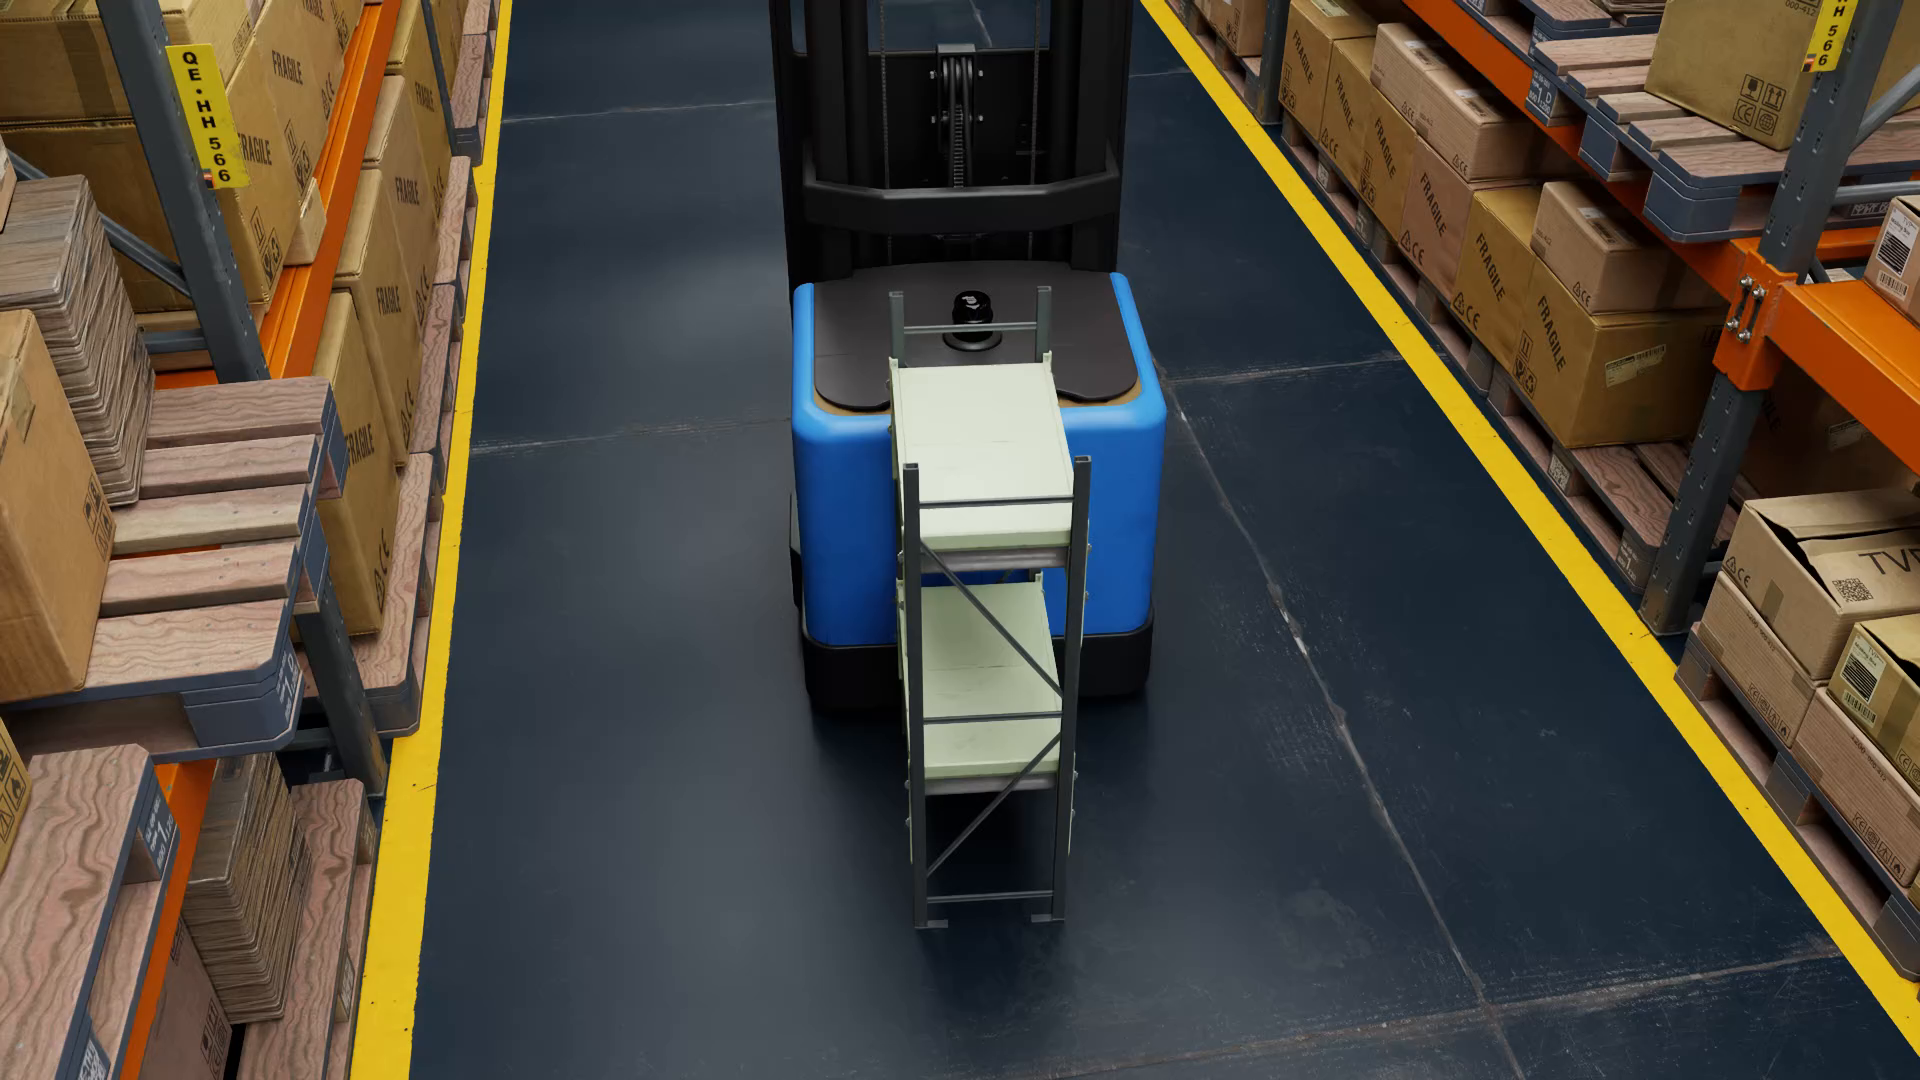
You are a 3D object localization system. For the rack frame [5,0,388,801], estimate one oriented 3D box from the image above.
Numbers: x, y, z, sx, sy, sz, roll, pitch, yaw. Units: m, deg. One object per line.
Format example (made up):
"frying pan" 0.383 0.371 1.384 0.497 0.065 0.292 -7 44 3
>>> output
"rack frame" -2.161 -0.423 3.849 1.000 3.000 0.127 -6 38 -8

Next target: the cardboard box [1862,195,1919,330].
"cardboard box" 2.736 -0.698 4.277 0.500 0.311 0.500 -4 38 -5

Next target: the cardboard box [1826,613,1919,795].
"cardboard box" 2.618 0.405 4.226 0.500 0.311 0.500 -7 38 -9

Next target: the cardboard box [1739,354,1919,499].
"cardboard box" 2.917 -0.450 5.563 0.500 0.500 0.500 -5 38 -6

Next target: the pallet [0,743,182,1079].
"pallet" -1.774 0.844 2.375 1.003 0.211 1.213 -6 38 -8

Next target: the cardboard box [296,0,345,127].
"cardboard box" -2.163 -1.526 4.929 0.500 0.500 0.500 -6 38 -8

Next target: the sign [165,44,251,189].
"sign" -1.629 -0.913 3.601 0.100 0.325 0.005 -6 38 -8

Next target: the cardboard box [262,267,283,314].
"cardboard box" -2.026 -0.709 4.405 0.380 0.149 0.250 -6 38 -7

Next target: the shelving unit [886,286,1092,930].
"shelving unit" 0.052 0.204 4.265 0.431 1.500 0.755 -3 38 -3

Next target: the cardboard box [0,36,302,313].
"cardboard box" -1.994 -0.909 4.134 0.500 0.500 0.500 -5 38 -7

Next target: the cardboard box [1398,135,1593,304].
"cardboard box" 2.132 -1.313 6.674 0.500 0.500 0.500 -8 38 -10

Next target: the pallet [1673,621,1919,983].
"pallet" 2.821 0.645 4.748 1.003 0.211 1.213 -6 38 -8

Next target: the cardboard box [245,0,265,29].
"cardboard box" -2.082 -1.510 4.298 0.500 0.250 0.500 -7 38 -9

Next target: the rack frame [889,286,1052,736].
"rack frame" 0.025 -0.020 4.553 0.400 1.500 0.023 -3 38 -3

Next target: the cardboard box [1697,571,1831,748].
"cardboard box" 2.518 0.310 4.805 0.500 0.250 0.500 -6 38 -8

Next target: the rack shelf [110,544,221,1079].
"rack shelf" -1.810 1.069 2.515 1.077 0.370 4.000 -6 38 -8

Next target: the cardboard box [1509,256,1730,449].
"cardboard box" 2.320 -0.684 5.865 0.500 0.500 0.500 -5 38 -6

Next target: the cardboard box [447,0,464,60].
"cardboard box" -2.977 -2.784 8.584 0.700 0.500 0.500 -7 38 -8

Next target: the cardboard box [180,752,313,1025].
"cardboard box" -1.984 0.820 3.929 0.700 0.500 0.500 -6 38 -7

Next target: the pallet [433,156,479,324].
"pallet" -2.653 -1.280 7.225 1.003 0.211 1.213 -6 38 -8

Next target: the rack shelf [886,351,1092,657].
"rack shelf" 0.052 -0.104 4.026 0.431 0.370 0.720 -3 38 -3

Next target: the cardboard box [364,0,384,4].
"cardboard box" -2.352 -2.109 6.209 0.380 0.149 0.250 -6 38 -8

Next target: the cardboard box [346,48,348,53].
"cardboard box" -2.345 -1.802 5.813 0.380 0.149 0.250 -7 38 -9

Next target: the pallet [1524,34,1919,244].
"pallet" 2.527 -1.284 5.114 1.213 0.211 1.003 -6 38 -8

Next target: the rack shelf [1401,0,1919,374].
"rack shelf" 2.365 -1.882 6.314 1.077 0.370 4.000 -6 38 -8

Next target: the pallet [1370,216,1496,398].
"pallet" 2.411 -1.047 6.926 1.003 0.211 1.213 -6 38 -8

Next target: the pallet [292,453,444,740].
"pallet" -2.225 0.194 5.328 1.003 0.211 1.213 -6 38 -8

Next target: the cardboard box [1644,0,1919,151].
"cardboard box" 2.494 -1.532 4.853 0.700 0.500 0.500 -19 42 -23

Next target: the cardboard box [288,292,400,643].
"cardboard box" -2.161 -0.198 4.970 0.750 0.750 0.750 -7 38 -9

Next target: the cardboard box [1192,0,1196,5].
"cardboard box" 1.503 -3.253 9.325 0.500 0.311 0.500 -6 38 -8

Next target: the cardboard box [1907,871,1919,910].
"cardboard box" 2.704 0.927 4.011 0.500 0.250 0.500 -7 38 -9

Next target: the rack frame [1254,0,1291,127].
"rack frame" 2.014 -3.374 7.648 1.000 3.000 0.127 -6 38 -8

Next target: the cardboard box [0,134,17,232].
"cardboard box" -2.071 -0.687 3.221 0.380 0.149 0.250 -11 39 -14

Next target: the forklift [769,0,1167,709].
"forklift" -0.044 -1.540 5.343 1.130 2.935 3.031 -2 38 -3

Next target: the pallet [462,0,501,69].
"pallet" -3.136 -2.944 9.367 1.003 0.211 1.213 -6 38 -8

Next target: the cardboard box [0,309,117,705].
"cardboard box" -1.944 -0.019 2.889 0.700 0.500 0.500 -10 39 -12

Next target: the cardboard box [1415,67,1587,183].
"cardboard box" 2.123 -1.631 6.473 0.500 0.250 0.500 -7 38 -9

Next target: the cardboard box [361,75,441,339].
"cardboard box" -2.462 -1.241 6.312 0.750 0.750 0.750 -5 38 -7

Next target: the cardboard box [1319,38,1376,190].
"cardboard box" 1.963 -1.921 7.457 0.500 0.500 0.500 -6 38 -7

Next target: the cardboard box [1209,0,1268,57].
"cardboard box" 1.635 -2.874 8.684 0.500 0.500 0.500 -6 38 -8

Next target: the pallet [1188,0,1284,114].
"pallet" 1.894 -2.688 9.038 1.003 0.211 1.213 -6 38 -8
